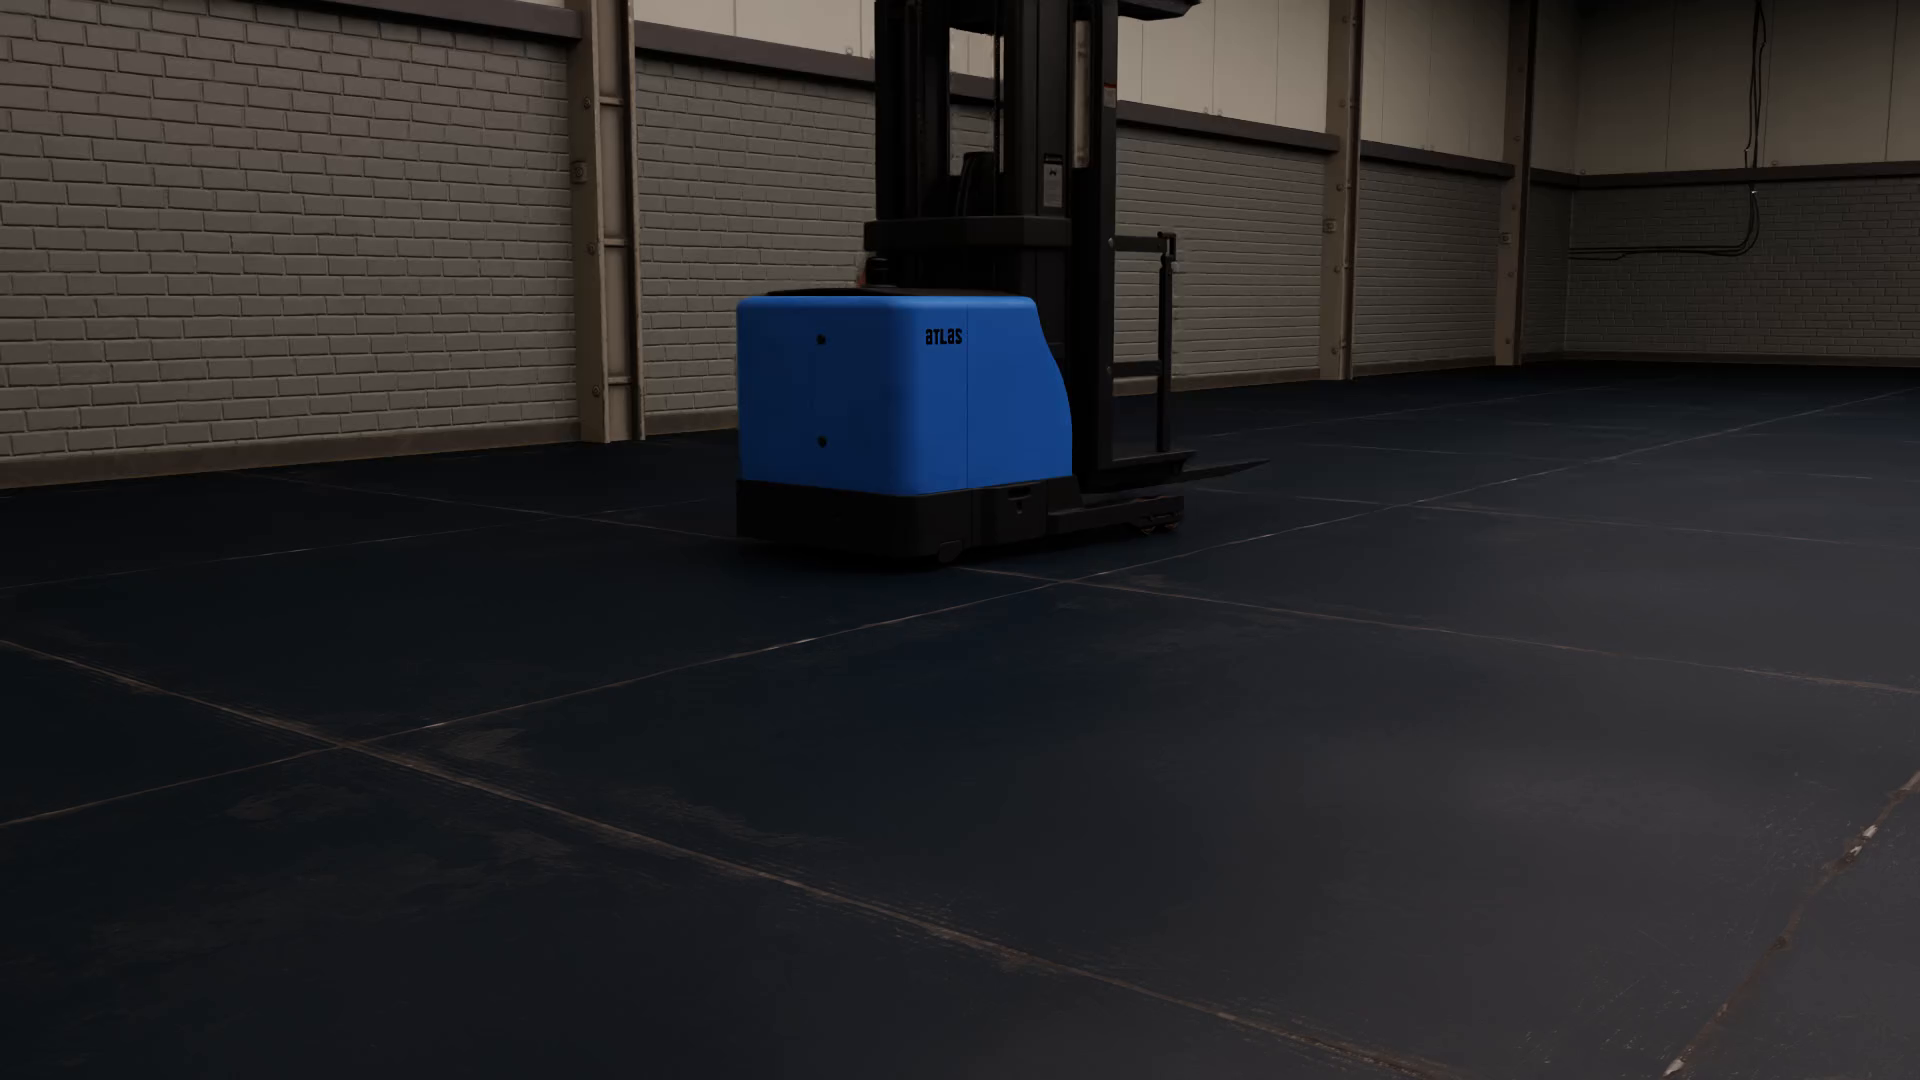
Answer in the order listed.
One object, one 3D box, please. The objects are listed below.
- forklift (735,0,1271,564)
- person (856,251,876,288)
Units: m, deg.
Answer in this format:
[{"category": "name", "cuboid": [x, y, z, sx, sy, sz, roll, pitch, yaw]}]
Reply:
[{"category": "forklift", "cuboid": [0.394, -1.520, 7.667, 1.130, 2.935, 3.031, 7, 11, 40]}, {"category": "person", "cuboid": [-0.169, -0.978, 8.068, 0.778, 1.688, 0.610, -4, 9, -23]}]
